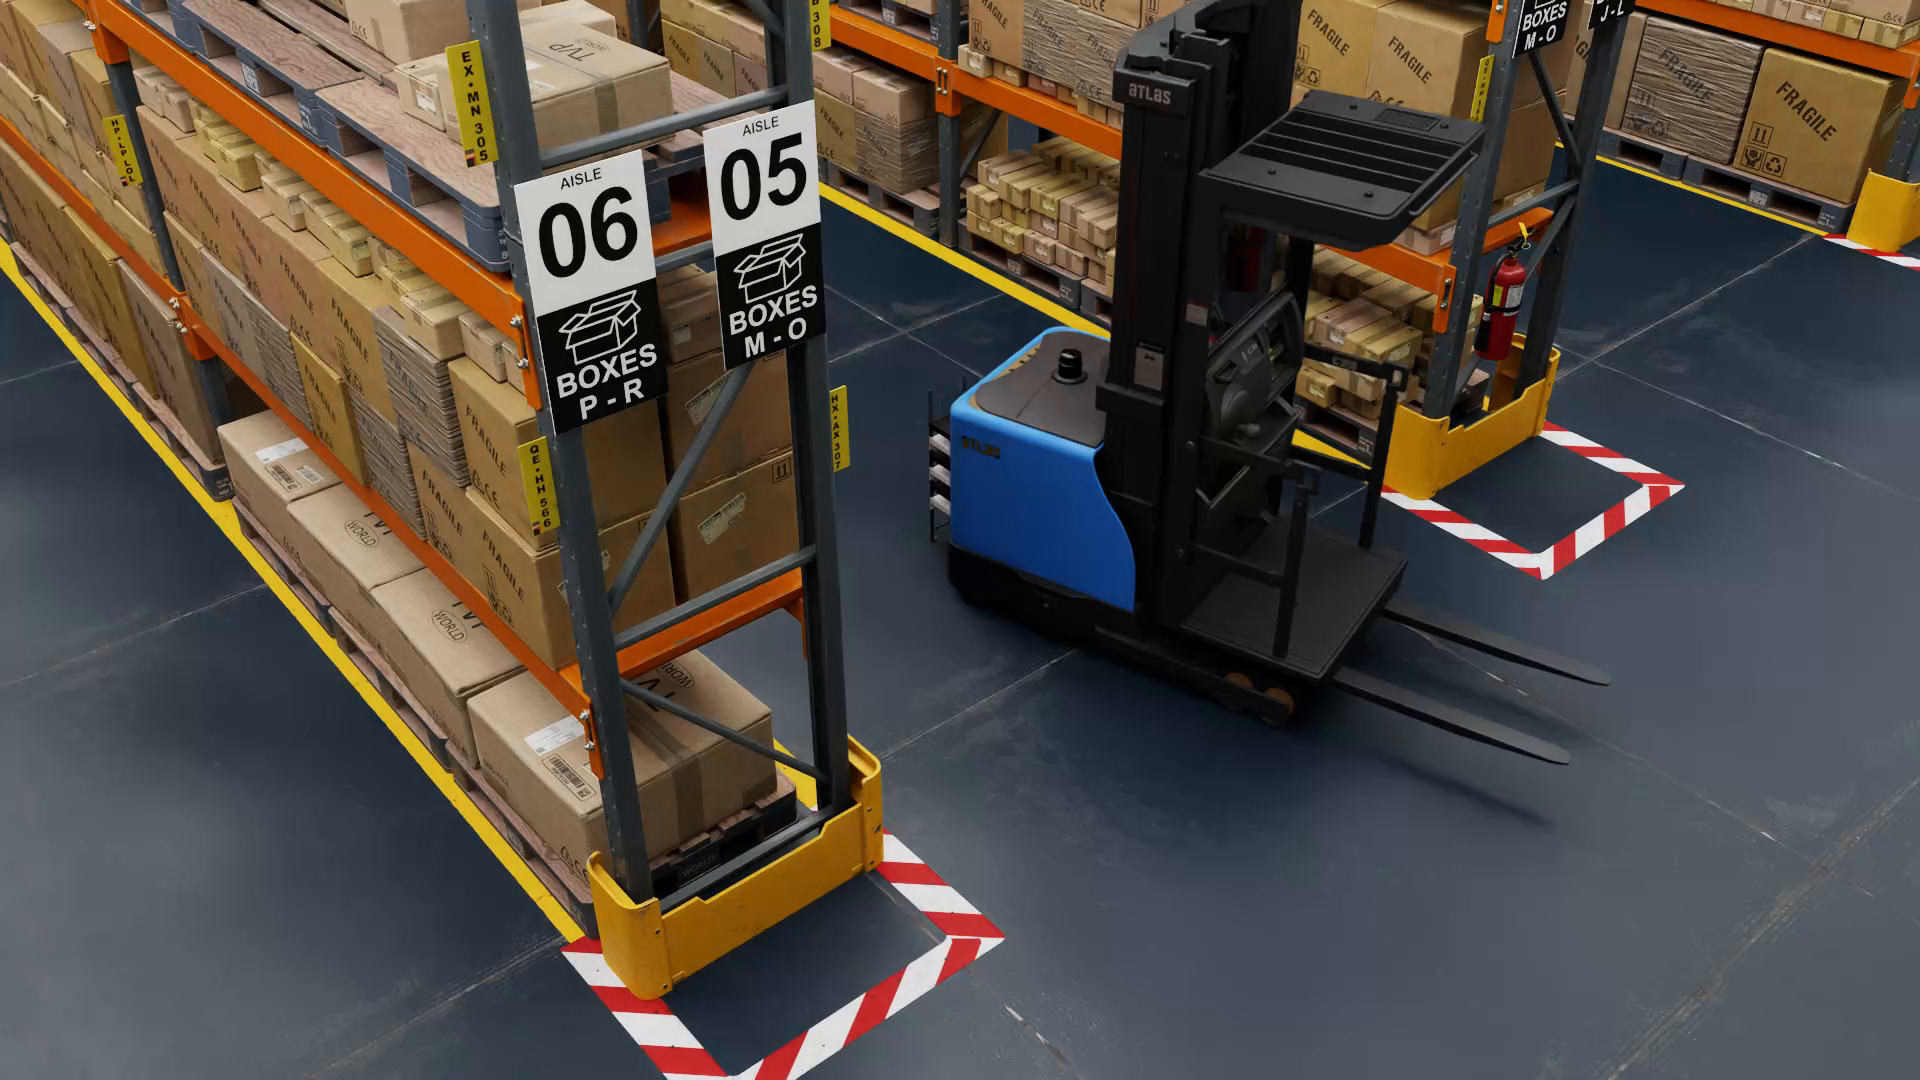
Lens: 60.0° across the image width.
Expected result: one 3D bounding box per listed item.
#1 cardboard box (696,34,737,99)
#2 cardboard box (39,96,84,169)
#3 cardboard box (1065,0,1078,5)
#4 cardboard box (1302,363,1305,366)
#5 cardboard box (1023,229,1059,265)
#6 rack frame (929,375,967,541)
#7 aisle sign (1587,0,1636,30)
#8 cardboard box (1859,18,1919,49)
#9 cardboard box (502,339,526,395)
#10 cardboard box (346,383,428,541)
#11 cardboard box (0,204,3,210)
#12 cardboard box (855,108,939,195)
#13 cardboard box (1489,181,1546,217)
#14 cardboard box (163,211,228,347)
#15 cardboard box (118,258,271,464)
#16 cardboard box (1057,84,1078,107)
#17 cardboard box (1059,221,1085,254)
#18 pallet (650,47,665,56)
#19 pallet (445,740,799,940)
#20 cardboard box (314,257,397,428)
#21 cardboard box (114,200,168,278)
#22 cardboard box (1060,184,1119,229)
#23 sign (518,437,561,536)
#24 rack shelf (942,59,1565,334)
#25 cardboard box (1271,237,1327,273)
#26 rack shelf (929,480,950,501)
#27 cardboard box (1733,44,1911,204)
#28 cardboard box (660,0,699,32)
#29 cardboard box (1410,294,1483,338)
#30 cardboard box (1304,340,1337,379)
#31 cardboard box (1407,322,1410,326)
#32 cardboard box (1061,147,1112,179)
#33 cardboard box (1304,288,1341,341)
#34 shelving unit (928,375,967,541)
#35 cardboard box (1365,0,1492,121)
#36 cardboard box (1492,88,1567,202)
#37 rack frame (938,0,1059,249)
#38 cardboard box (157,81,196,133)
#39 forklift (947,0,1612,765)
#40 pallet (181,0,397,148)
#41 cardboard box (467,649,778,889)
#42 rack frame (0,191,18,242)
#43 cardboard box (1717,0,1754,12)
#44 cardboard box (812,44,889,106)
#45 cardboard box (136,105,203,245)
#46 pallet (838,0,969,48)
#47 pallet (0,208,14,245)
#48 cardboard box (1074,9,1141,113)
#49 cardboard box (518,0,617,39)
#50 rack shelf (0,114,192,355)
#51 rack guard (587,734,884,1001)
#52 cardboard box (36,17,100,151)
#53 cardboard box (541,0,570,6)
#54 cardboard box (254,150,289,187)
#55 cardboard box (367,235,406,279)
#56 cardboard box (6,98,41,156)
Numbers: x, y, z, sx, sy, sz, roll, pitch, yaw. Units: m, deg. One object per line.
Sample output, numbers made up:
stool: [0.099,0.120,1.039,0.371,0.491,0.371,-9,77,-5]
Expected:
cardboard box: [-1.715,-3.736,13.130,0.500,0.500,0.500,-25,43,-31]
cardboard box: [-4.576,-2.247,8.926,0.500,0.250,0.500,-25,42,-31]
cardboard box: [0.729,-3.504,9.794,0.500,0.500,0.500,-27,44,-33]
cardboard box: [2.012,-1.068,9.667,0.380,0.149,0.250,-26,43,-32]
cardboard box: [0.639,-1.966,10.935,0.380,0.149,0.250,-26,43,-32]
rack frame: [-0.060,-0.409,8.449,0.240,0.900,0.006,-26,43,-32]
aisle sign: [3.135,-2.821,7.790,0.394,0.787,0.004,-26,43,-32]
cardboard box: [6.232,-3.418,11.099,0.380,0.149,0.250,-25,42,-31]
cardboard box: [-1.242,-0.587,5.372,0.380,0.149,0.250,-25,43,-31]
cardboard box: [-2.023,-0.395,6.528,0.500,0.500,0.500,-25,42,-31]
cardboard box: [-6.377,-2.674,11.742,0.950,0.372,0.625,-29,45,-35]
cardboard box: [-0.392,-2.831,11.852,0.500,0.500,0.500,-27,43,-33]
cardboard box: [2.900,-1.843,8.876,0.380,0.149,0.250,-26,43,-32]
cardboard box: [-3.336,-1.292,7.793,0.500,0.500,0.500,-25,42,-30]
cardboard box: [-3.900,-1.104,9.090,0.875,0.875,0.875,-25,42,-30]
cardboard box: [0.817,-2.790,10.213,0.380,0.149,0.250,-28,44,-34]
cardboard box: [0.856,-2.004,10.731,0.380,0.149,0.250,-28,44,-34]
pallet: [-2.755,-4.451,14.753,1.003,0.211,1.213,-26,43,-32]
pallet: [-1.433,1.024,7.022,1.003,0.211,1.213,-26,43,-32]
cardboard box: [-2.027,-0.802,6.237,0.500,0.500,0.500,-26,43,-32]
cardboard box: [-3.921,-1.599,8.443,0.500,0.250,0.500,-27,43,-33]
cardboard box: [0.861,-2.124,10.644,0.380,0.149,0.250,-27,43,-33]
sign: [-1.281,-0.163,5.079,0.100,0.325,0.005,-26,43,-32]
rack shelf: [1.568,-2.270,9.883,1.077,0.370,4.000,-26,43,-32]
cardboard box: [2.051,-1.730,10.087,0.380,0.149,0.250,-24,42,-30]
rack shelf: [0.005,-0.263,8.457,0.258,0.077,0.200,-26,43,-32]
cardboard box: [6.239,-3.043,11.827,0.875,0.875,0.875,-26,43,-32]
cardboard box: [-2.044,-4.275,13.243,0.500,0.250,0.500,-28,44,-34]
cardboard box: [2.780,-1.289,9.465,0.380,0.149,0.250,-28,44,-34]
cardboard box: [2.173,-1.072,9.415,0.380,0.149,0.250,-27,43,-33]
cardboard box: [2.583,-1.279,9.708,0.380,0.149,0.250,-26,43,-32]
cardboard box: [0.901,-2.539,11.230,0.380,0.149,0.250,-25,43,-31]
cardboard box: [1.941,-1.270,9.437,0.380,0.149,0.250,-27,43,-33]
shelving unit: [0.005,-0.364,8.386,0.258,0.900,0.210,-26,43,-32]
cardboard box: [2.374,-2.360,8.179,0.500,0.500,0.500,-27,43,-33]
cardboard box: [2.780,-2.144,8.739,0.500,0.500,0.500,-24,42,-30]
rack frame: [0.278,-3.447,10.922,1.000,3.000,0.127,-26,43,-32]
cardboard box: [-3.255,-1.926,7.262,0.380,0.149,0.250,-25,42,-31]
forklift: [1.452,-0.715,7.125,3.031,2.935,1.130,21,40,26]
pallet: [-2.135,-1.840,6.136,1.003,0.211,1.213,-26,43,-32]
cardboard box: [-1.360,0.830,6.737,0.875,0.438,0.875,-28,44,-33]
rack frame: [-6.020,-3.322,10.746,1.000,3.000,0.127,-26,43,-32]
cardboard box: [5.572,-3.868,11.735,0.380,0.149,0.250,-27,43,-33]
cardboard box: [-0.718,-3.370,11.965,0.500,0.250,0.500,-24,42,-30]
cardboard box: [-3.316,-1.704,7.510,0.500,0.500,0.500,-26,43,-31]
pallet: [-0.104,-3.760,11.531,1.003,0.211,1.213,-26,43,-32]
pallet: [-6.523,-2.529,12.040,1.003,0.211,1.213,-26,43,-32]
cardboard box: [1.027,-2.845,9.728,0.500,0.500,0.500,-27,43,-33]
cardboard box: [-1.384,-1.690,5.614,0.380,0.149,0.250,-24,42,-30]
rack shelf: [-4.729,-2.145,9.707,1.077,0.370,4.000,-26,43,-32]
rack guard: [-0.842,1.241,6.466,1.175,0.500,0.348,-26,43,-32]
cardboard box: [-4.258,-2.334,8.400,0.500,0.500,0.500,-25,42,-31]
cardboard box: [-3.195,-5.153,14.915,1.050,0.750,0.750,-25,42,-31]
cardboard box: [-2.571,-1.488,6.644,0.380,0.149,0.250,-26,43,-32]
cardboard box: [-1.901,-1.041,6.013,0.380,0.149,0.250,-26,43,-32]
cardboard box: [-5.217,-2.497,9.711,0.500,0.250,0.500,-25,42,-30]
